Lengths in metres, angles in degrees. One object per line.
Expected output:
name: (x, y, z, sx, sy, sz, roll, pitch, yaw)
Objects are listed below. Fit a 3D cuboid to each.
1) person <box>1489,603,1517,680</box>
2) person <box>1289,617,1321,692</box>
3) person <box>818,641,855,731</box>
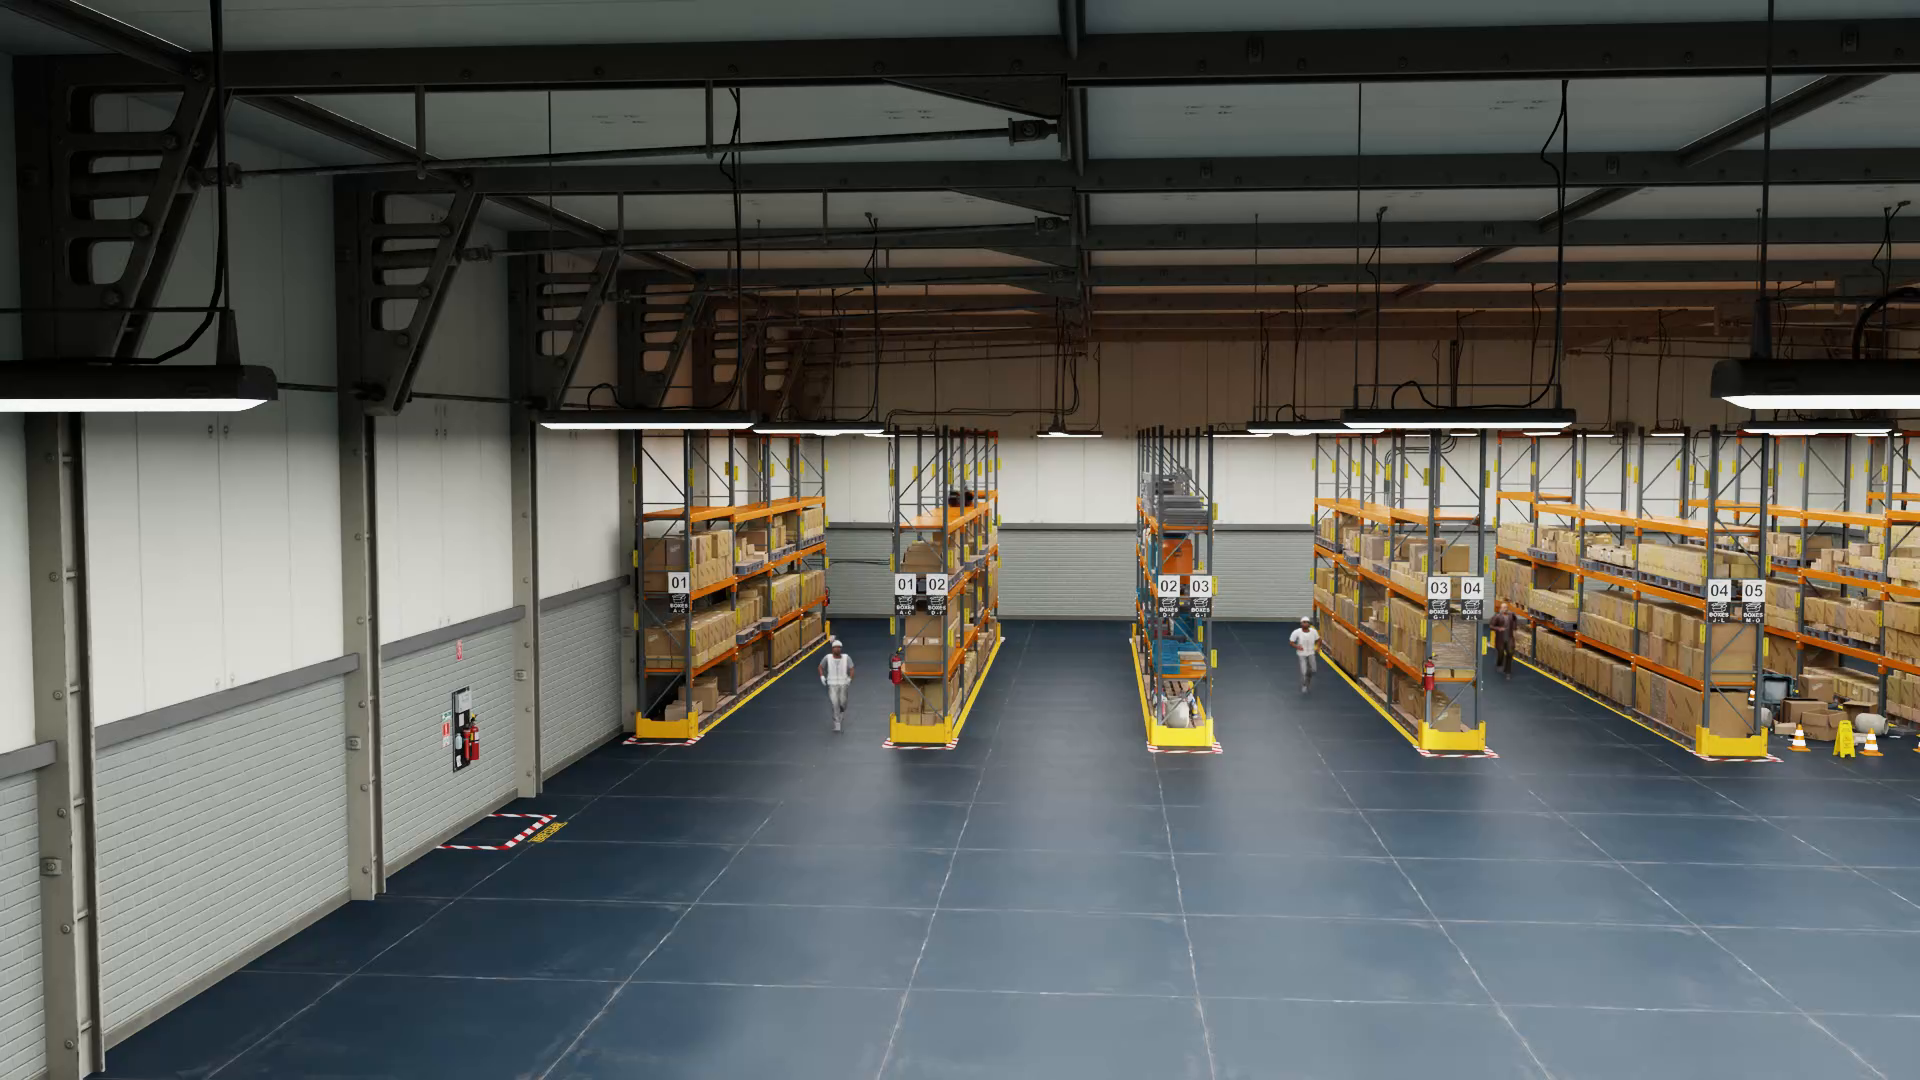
person: (13.117, 2.441, 40.154, 0.738, 1.853, 0.971, 0, 3, 1)
person: (7.828, 2.594, 37.601, 0.770, 1.721, 0.526, 0, 3, -5)
person: (-2.448, 2.866, 33.032, 0.716, 1.754, 0.877, -1, 3, -9)
